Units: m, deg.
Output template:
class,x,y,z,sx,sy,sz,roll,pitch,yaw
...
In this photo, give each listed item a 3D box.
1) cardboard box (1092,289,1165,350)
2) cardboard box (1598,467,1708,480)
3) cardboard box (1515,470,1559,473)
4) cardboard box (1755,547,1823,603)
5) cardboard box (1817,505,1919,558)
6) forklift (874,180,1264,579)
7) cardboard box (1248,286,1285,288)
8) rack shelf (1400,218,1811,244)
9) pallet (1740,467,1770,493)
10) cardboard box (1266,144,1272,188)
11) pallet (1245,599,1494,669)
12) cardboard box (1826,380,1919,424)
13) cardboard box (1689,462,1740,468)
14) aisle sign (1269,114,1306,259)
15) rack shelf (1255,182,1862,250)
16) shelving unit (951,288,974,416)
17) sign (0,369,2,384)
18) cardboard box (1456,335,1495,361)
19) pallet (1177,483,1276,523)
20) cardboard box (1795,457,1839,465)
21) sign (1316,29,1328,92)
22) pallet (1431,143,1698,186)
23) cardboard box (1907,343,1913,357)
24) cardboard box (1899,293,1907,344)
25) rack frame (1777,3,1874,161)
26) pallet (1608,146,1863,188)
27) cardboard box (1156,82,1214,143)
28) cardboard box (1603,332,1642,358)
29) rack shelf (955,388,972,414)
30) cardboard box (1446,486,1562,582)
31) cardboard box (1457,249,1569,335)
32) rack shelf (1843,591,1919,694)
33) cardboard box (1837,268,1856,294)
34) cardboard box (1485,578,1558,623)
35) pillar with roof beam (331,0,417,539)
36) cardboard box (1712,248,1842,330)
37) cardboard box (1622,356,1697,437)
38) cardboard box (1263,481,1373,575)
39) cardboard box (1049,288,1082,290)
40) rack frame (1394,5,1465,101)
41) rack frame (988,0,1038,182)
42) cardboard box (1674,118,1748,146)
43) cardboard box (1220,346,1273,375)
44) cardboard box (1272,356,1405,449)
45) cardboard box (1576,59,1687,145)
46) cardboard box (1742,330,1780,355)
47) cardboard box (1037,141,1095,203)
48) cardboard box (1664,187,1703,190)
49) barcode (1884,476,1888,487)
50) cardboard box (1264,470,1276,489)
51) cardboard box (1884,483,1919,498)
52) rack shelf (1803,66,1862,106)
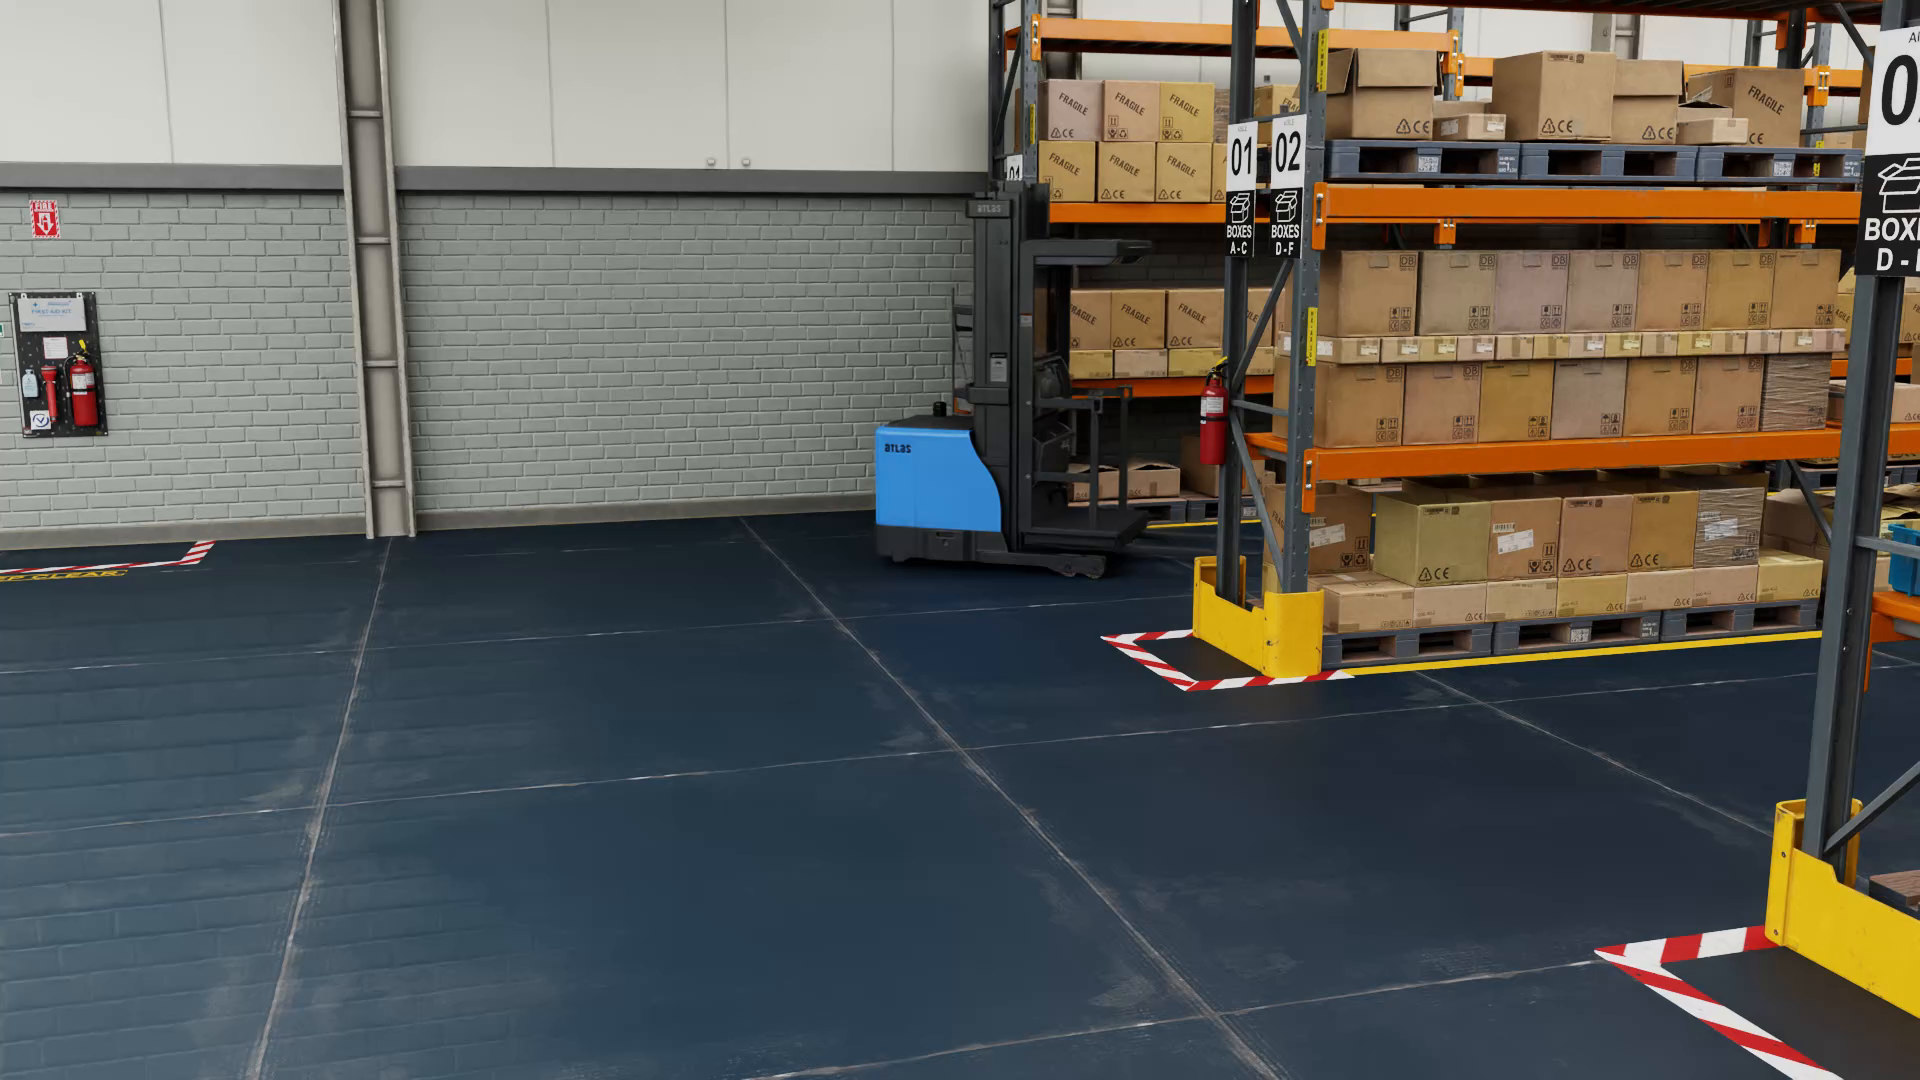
class,x,y,z,sx,sy,sz,roll,pitch,yaw
cardboard box,1.467,-1.940,14.587,0.500,0.500,0.500,-3,11,-16
cardboard box,4.666,-0.209,11.258,0.500,0.500,0.500,-3,11,-16
cardboard box,5.472,-0.904,16.363,0.500,0.500,0.700,-3,11,-17
cardboard box,5.292,0.226,10.969,0.500,0.250,0.500,-3,11,-16
cardboard box,6.143,-0.089,11.131,0.500,0.311,0.500,-3,11,-16
forklift,0.902,-1.259,12.791,3.031,2.935,1.130,3,11,18
cardboard box,2.801,-2.110,15.510,0.500,0.500,0.500,-3,11,-14
rack shelf,6.208,-3.065,16.112,4.000,0.370,1.077,-3,11,-16
pallet,7.378,-0.634,16.907,1.213,0.211,1.003,-3,11,-16
cardboard box,2.862,-3.250,14.799,0.500,0.500,0.500,-3,11,-18
pallet,2.558,0.546,10.495,1.213,0.211,1.003,-3,11,-16
cardboard box,6.137,-0.940,11.282,0.500,0.250,0.500,-2,11,-12
cardboard box,7.452,-0.986,16.807,0.500,0.500,0.700,-3,11,-15
aisle sign,1.858,-2.001,9.450,0.004,0.787,0.394,-3,11,-16
rack shelf,3.756,-2.001,10.336,4.000,0.370,1.077,-3,11,-16
shelving unit,0.242,-1.064,14.026,0.503,2.100,0.431,-5,12,-27
sign,-7.826,-1.411,13.328,0.234,0.329,0.001,-3,11,-16
cardboard box,3.008,-1.168,10.039,0.250,0.149,0.380,-3,11,-17
pallet,2.480,-0.368,15.464,1.213,0.211,1.003,-3,11,-16
cardboard box,8.871,-1.208,17.103,0.750,0.750,0.750,-3,11,-17
sign,1.985,-2.626,9.109,0.005,0.325,0.100,-3,11,-16
pallet,3.695,-2.304,10.238,1.213,0.211,1.003,-3,11,-16
cardboard box,9.737,-1.977,17.141,0.250,0.149,0.380,-3,11,-15
cardboard box,9.172,-2.255,16.857,0.500,0.500,0.500,-3,11,-14
rack frame,5.676,-3.932,10.549,0.127,3.000,1.000,-3,11,-16
pallet,4.864,-2.365,10.570,1.213,0.211,1.003,-3,11,-16
cardboard box,1.870,-3.688,14.414,0.500,0.500,0.500,-3,11,-14
cardboard box,4.001,-1.221,10.324,0.250,0.149,0.380,-3,11,-14
rack shelf,0.242,-1.051,14.028,0.480,0.518,0.431,-5,12,-27
cardboard box,3.369,-0.044,10.362,0.500,0.500,0.500,-3,11,-16
cardboard box,3.325,-1.543,10.286,0.500,0.500,0.700,-3,11,-16
rack shelf,5.137,0.335,5.929,4.000,0.370,1.077,-3,11,-16
cardboard box,8.664,-2.598,16.652,0.500,0.250,0.500,-3,11,-15
cardboard box,3.372,0.327,10.419,0.500,0.250,0.500,-3,11,-16
pillar with roof beam,-3.680,-3.724,9.421,0.400,9.000,9.100,-3,11,-16
cardboard box,5.252,-1.645,10.838,0.500,0.500,0.700,-3,11,-16
cardboard box,4.264,-0.954,10.670,0.500,0.500,0.700,-3,11,-15
cardboard box,2.267,-0.081,10.564,0.500,0.500,0.500,-3,11,-16
cardboard box,0.841,-2.006,14.943,0.500,0.500,0.500,-3,11,-17
rack frame,4.288,-4.793,15.225,0.127,3.000,1.000,-3,11,-16
rack frame,0.447,-4.590,14.126,0.127,3.000,1.000,-3,11,-16
cardboard box,4.594,-2.500,10.203,0.250,0.149,0.380,-3,11,-16
cardboard box,2.476,-1.624,14.943,0.500,0.250,0.500,-3,11,-15
cardboard box,2.287,-0.849,10.100,0.500,0.500,0.700,-3,11,-16
cardboard box,4.060,-2.721,10.427,0.637,0.503,0.797,-2,11,-10
cardboard box,4.986,-1.273,10.607,0.250,0.149,0.380,-3,11,-18
cardboard box,0.838,-3.147,14.242,0.500,0.500,0.500,-3,11,-14
cardboard box,6.858,-3.531,16.317,0.637,0.503,0.797,-1,11,-8
barcode,6.038,-0.381,10.869,0.075,0.075,0.001,-3,11,-16
cardboard box,2.747,-0.579,15.566,0.250,0.149,0.380,-4,11,-21
cardboard box,6.962,-0.234,11.918,0.500,0.311,0.500,-3,11,-16
rack shelf,10.049,-4.546,16.976,4.000,0.370,1.077,-3,11,-16
